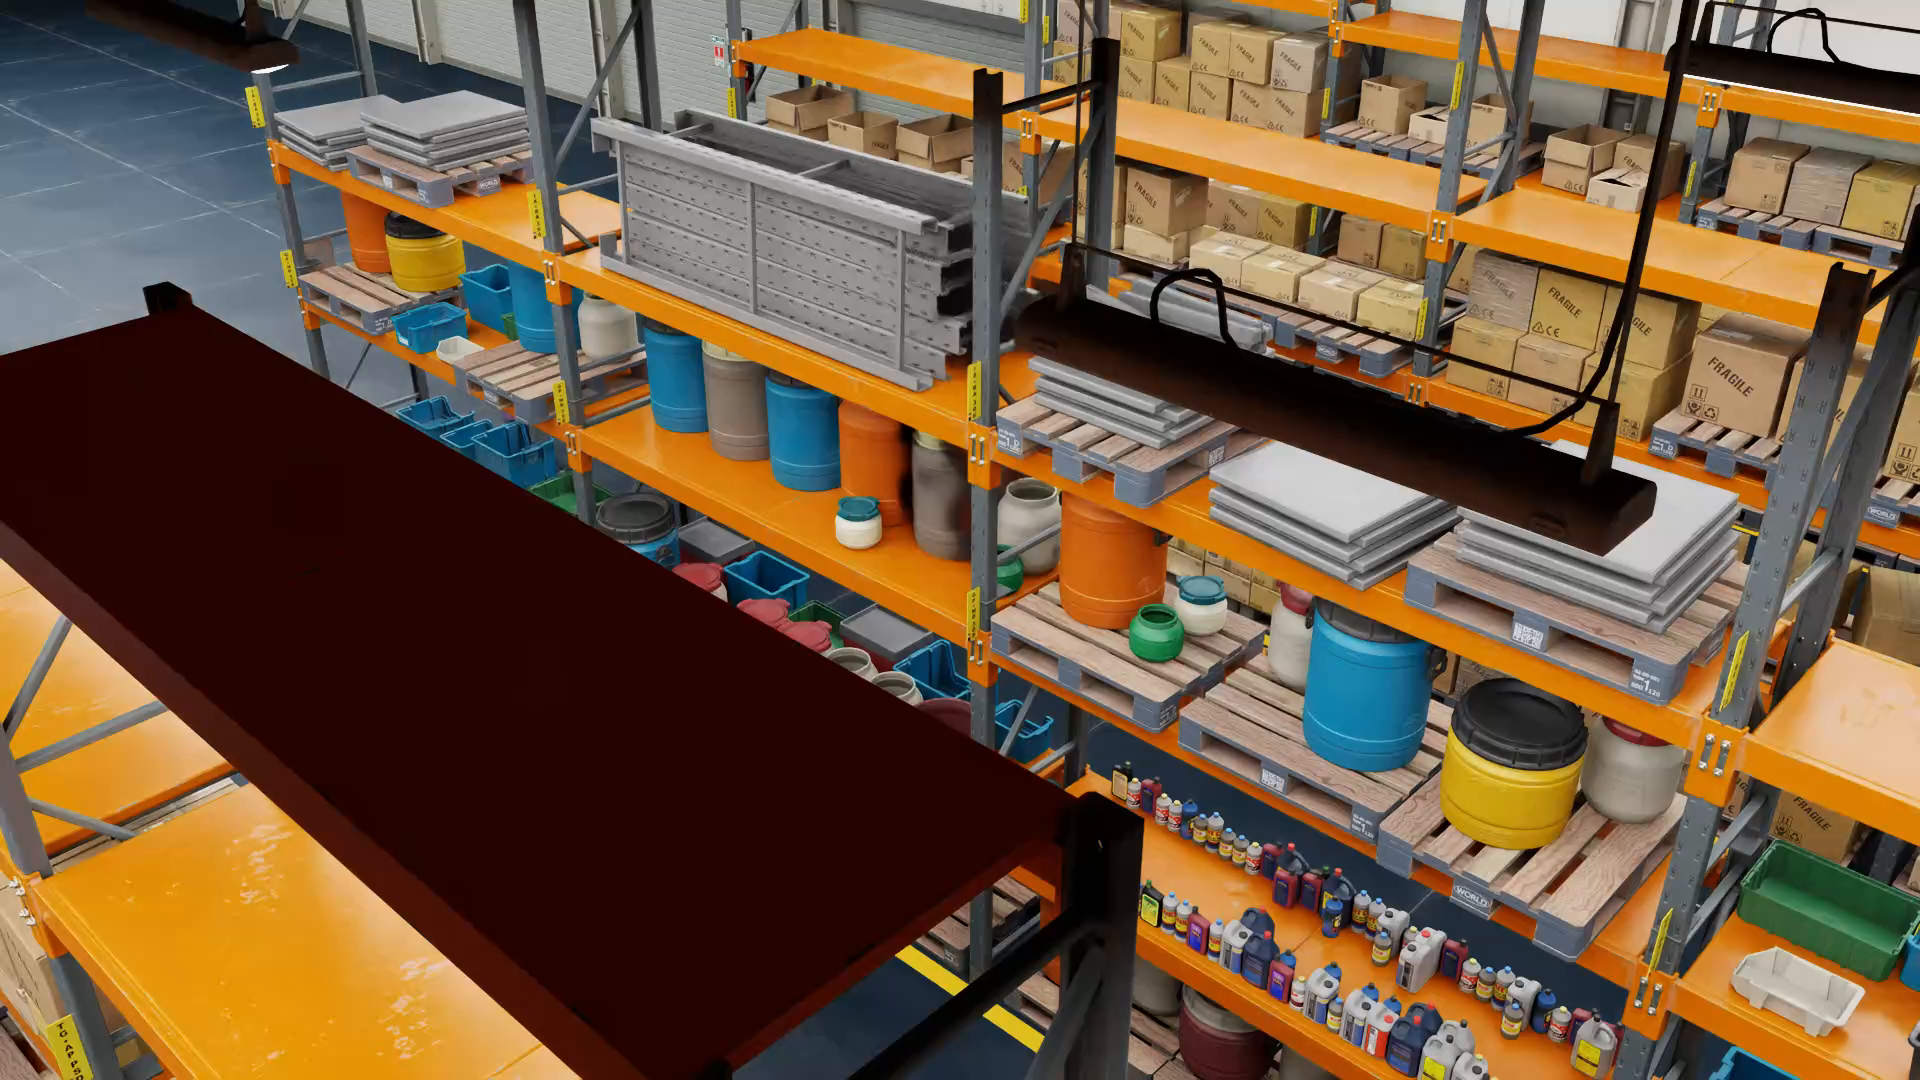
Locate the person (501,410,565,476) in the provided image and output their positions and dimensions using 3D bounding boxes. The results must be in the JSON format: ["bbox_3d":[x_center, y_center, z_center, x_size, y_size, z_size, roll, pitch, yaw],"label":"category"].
[{"bbox_3d":[-4.434,-1.258,16.865,0.740,1.612,0.509,-1,29,-1],"label":"person"}]
